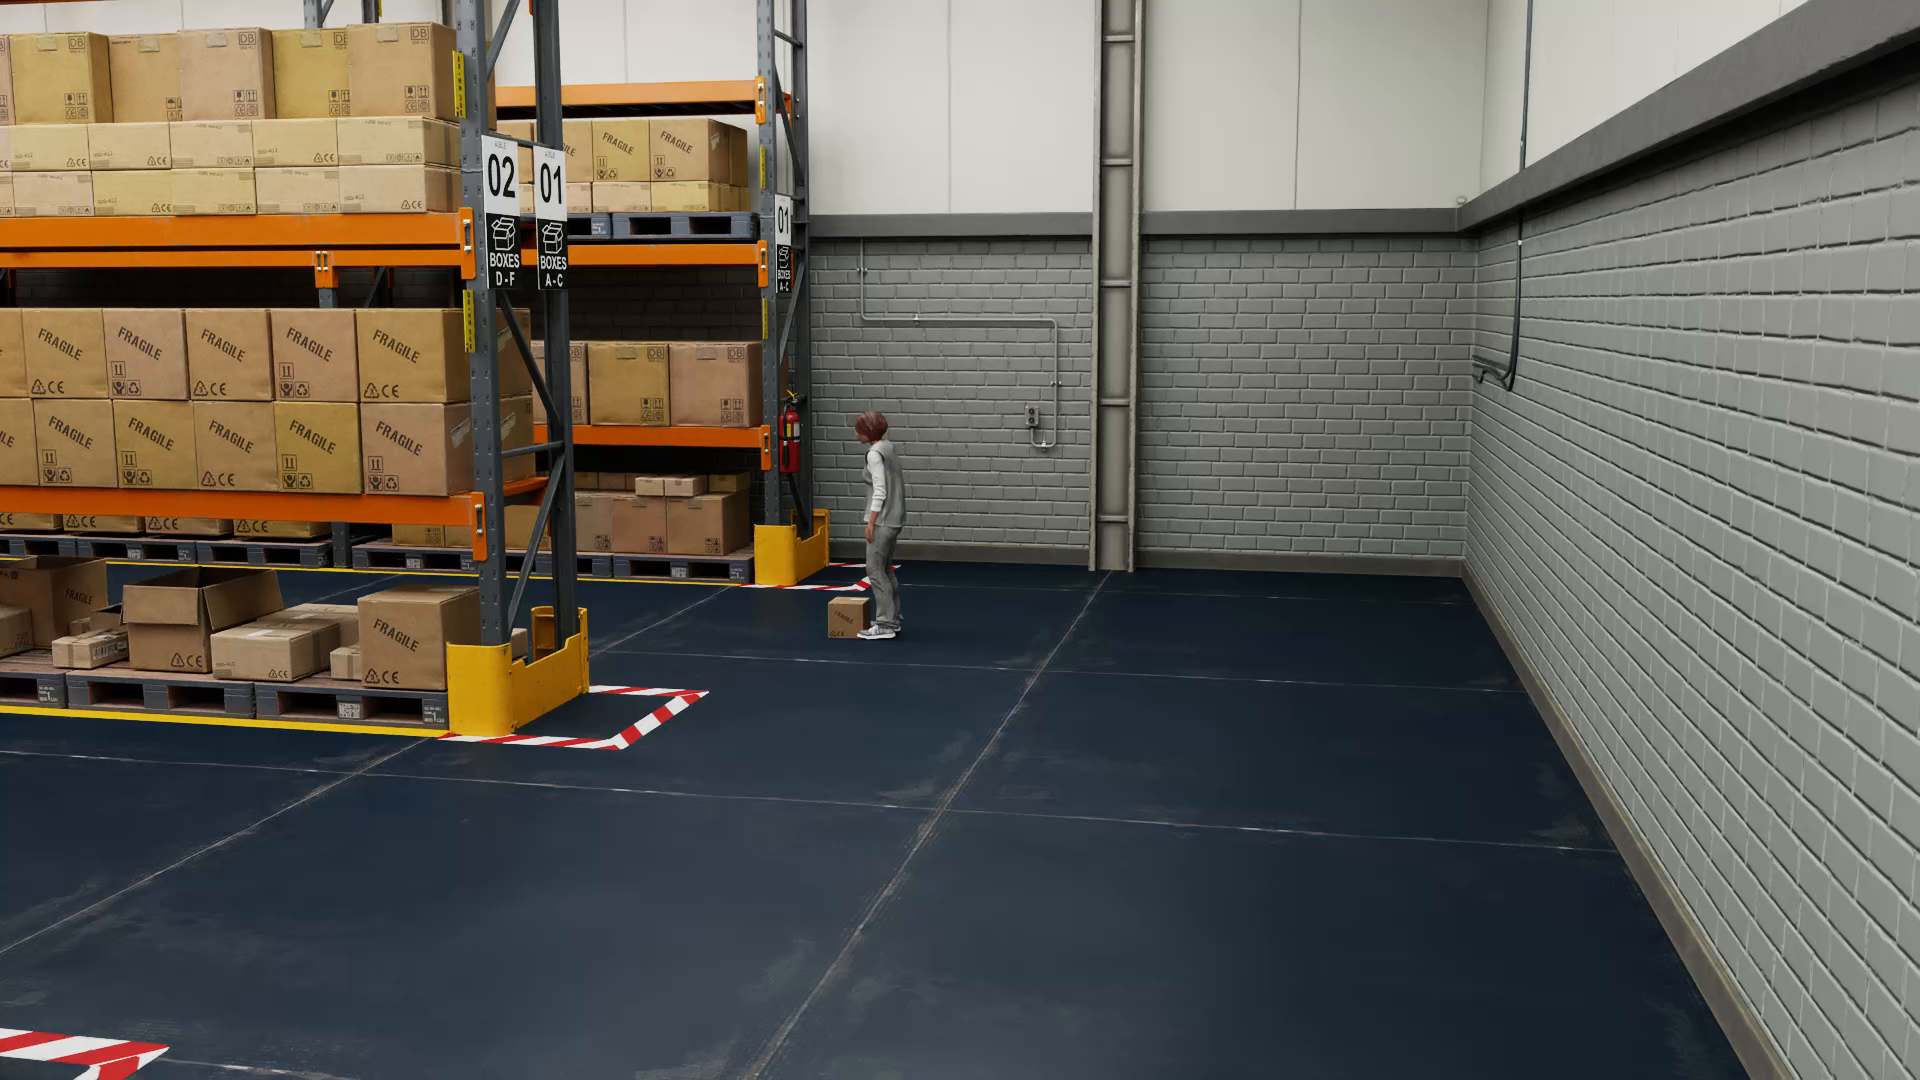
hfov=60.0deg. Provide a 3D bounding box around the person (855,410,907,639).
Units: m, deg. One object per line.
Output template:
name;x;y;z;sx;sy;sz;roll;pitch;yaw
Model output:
person;-0.551;-0.110;11.628;0.349;1.593;0.466;2;8;11
